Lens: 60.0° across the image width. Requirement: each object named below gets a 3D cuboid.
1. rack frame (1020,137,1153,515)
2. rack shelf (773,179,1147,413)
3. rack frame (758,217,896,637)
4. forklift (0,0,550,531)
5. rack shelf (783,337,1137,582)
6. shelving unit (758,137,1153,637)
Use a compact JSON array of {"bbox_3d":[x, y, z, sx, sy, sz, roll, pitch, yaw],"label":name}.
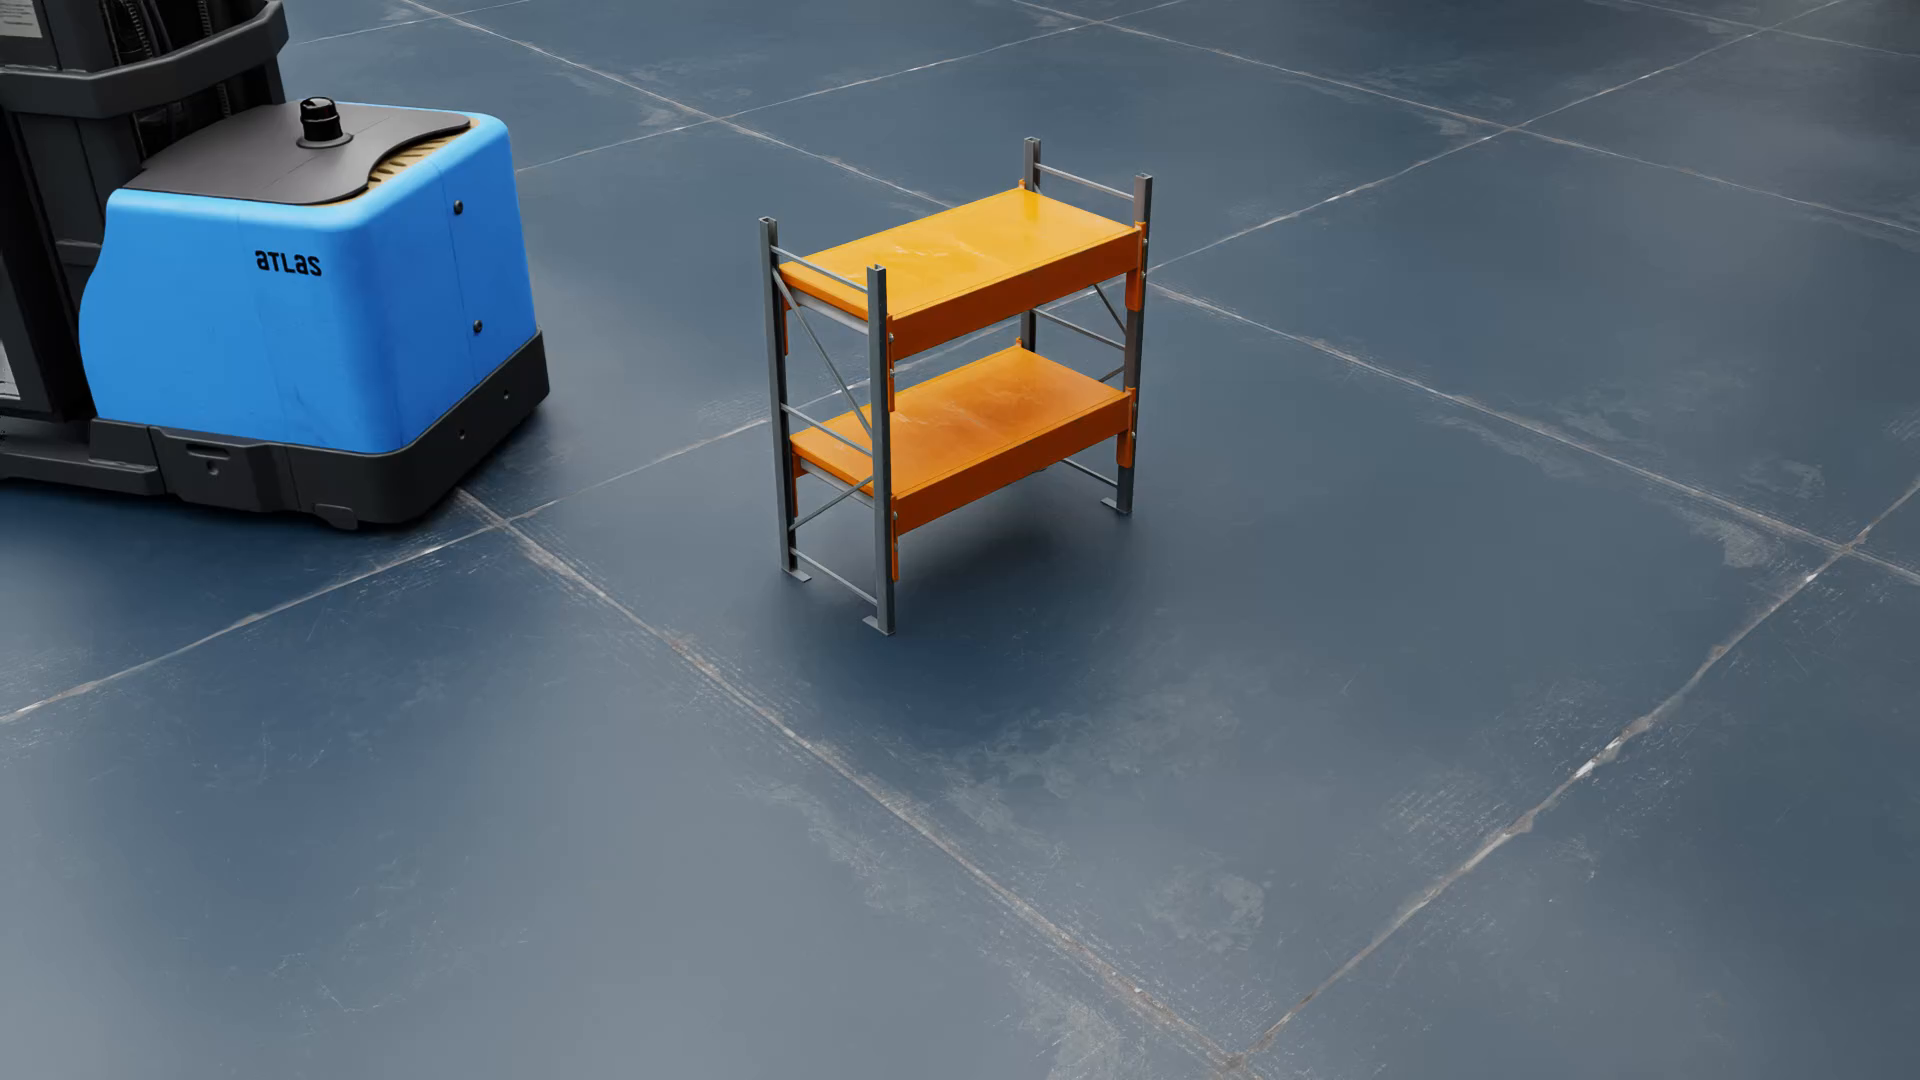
[{"bbox_3d":[0.378,-0.663,5.255,0.032,1.125,0.500,-26,40,-35],"label":"rack frame"},{"bbox_3d":[0.005,-0.732,4.808,1.000,0.278,0.538,-26,40,-35],"label":"rack shelf"},{"bbox_3d":[-0.368,-0.302,4.666,0.032,1.125,0.500,-26,40,-35],"label":"rack frame"},{"bbox_3d":[-3.050,-1.690,5.204,3.031,2.935,1.130,8,32,12],"label":"forklift"},{"bbox_3d":[0.005,-0.274,5.088,1.000,0.278,0.538,-26,40,-35],"label":"rack shelf"},{"bbox_3d":[0.005,-0.482,4.960,1.048,1.125,0.538,-26,40,-35],"label":"shelving unit"}]
